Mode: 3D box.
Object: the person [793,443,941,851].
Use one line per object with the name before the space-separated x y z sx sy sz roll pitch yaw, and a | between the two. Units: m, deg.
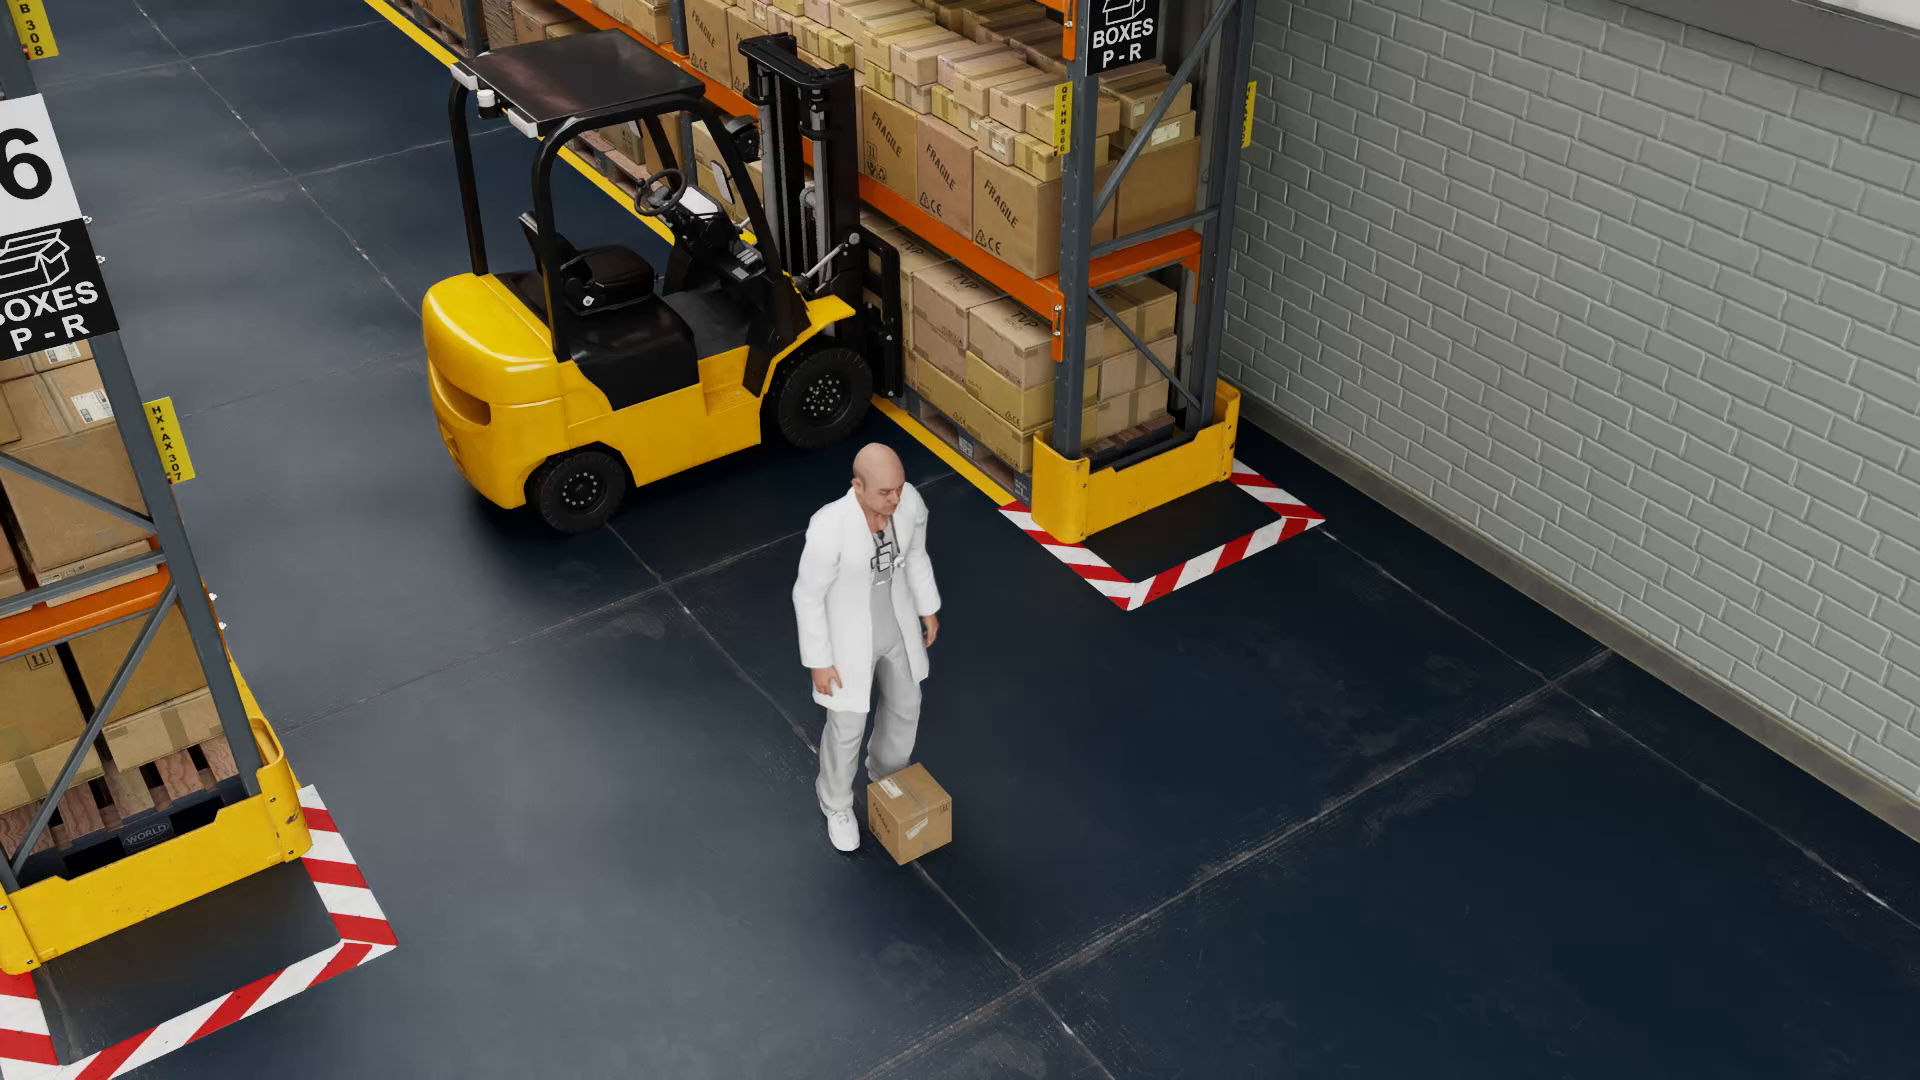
person | -0.341 0.375 6.499 0.653 1.774 0.424 -25 43 -30
